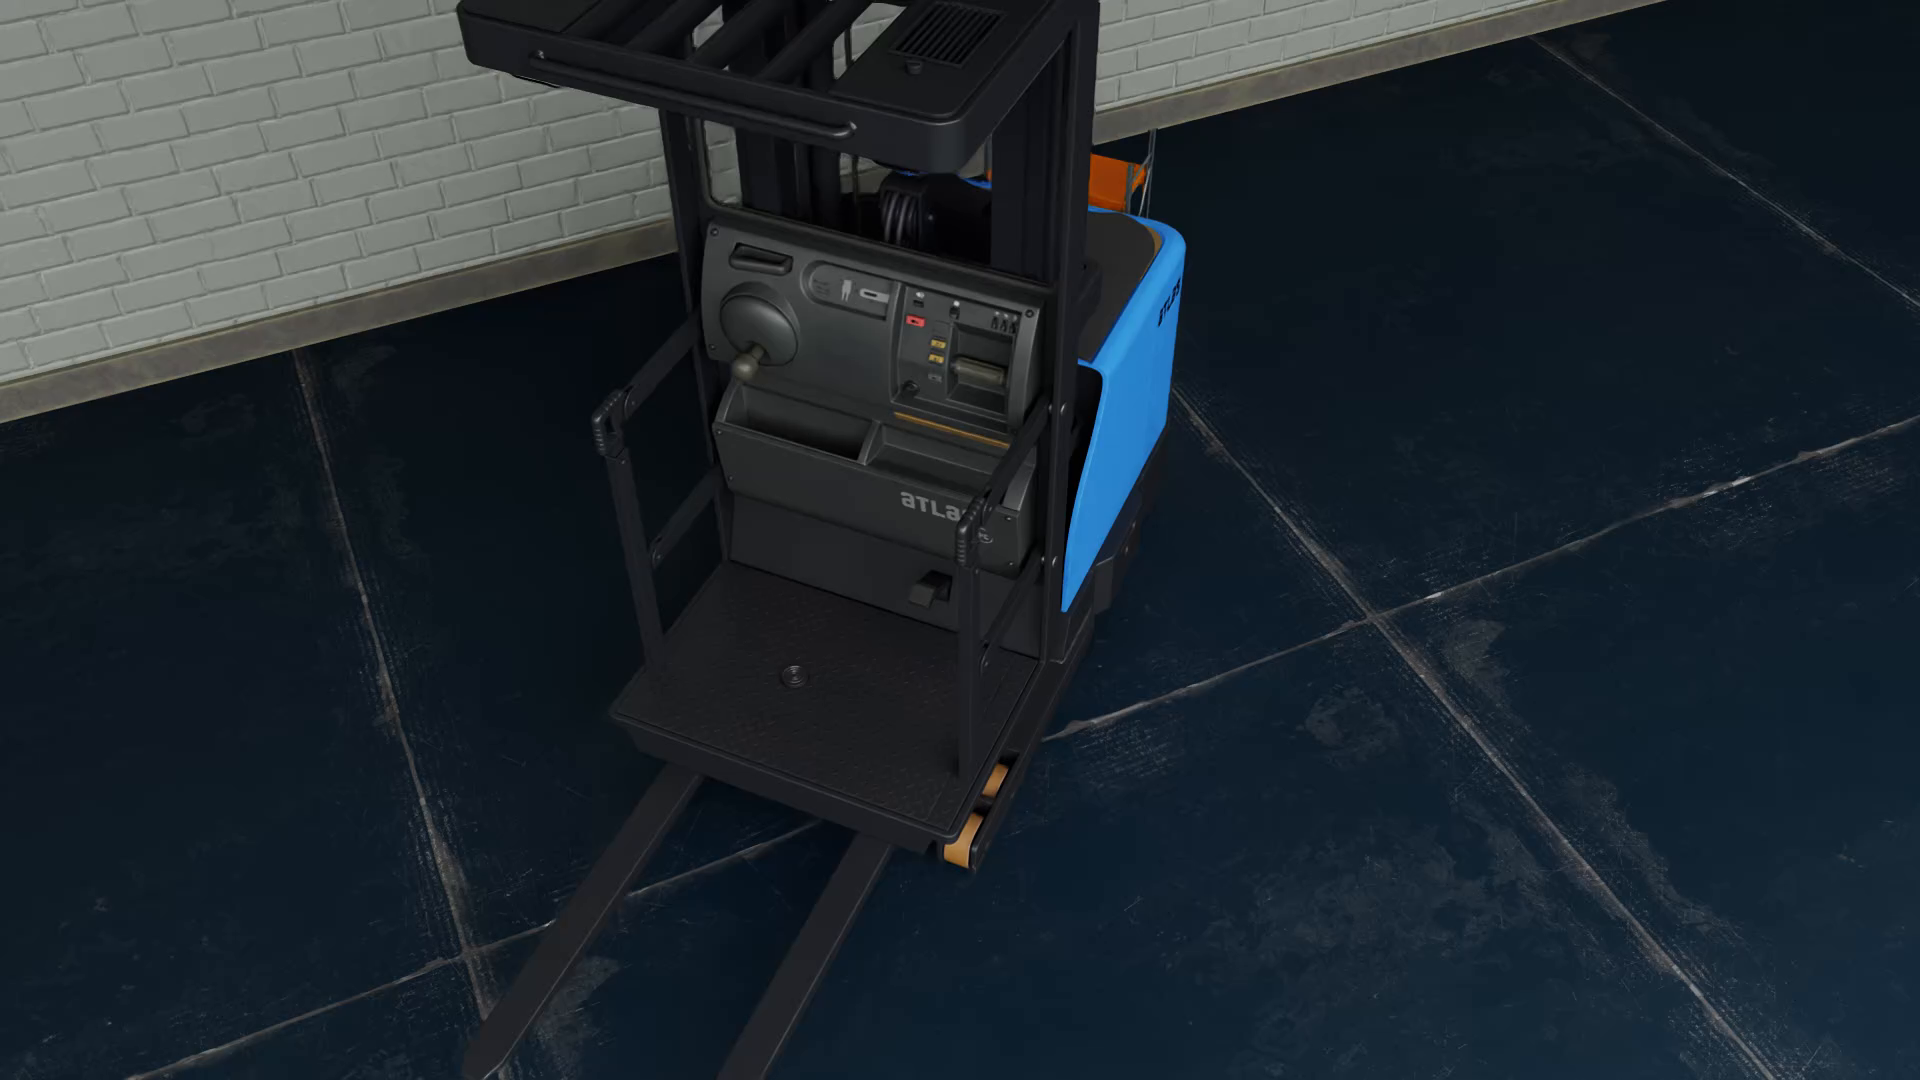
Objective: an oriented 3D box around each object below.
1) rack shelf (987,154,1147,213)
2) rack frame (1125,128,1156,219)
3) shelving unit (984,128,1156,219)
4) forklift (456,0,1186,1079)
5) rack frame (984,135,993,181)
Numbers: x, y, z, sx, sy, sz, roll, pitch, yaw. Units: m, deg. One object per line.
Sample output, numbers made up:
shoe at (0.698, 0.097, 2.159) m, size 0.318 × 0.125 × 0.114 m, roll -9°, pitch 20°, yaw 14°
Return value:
rack shelf at (0.358, -1.178, 5.530) m, size 0.480 × 0.148 × 0.258 m, roll 17°, pitch 47°, yaw 16°
rack frame at (0.582, -0.830, 5.737) m, size 0.015 × 1.200 × 0.240 m, roll 17°, pitch 47°, yaw 16°
shelving unit at (0.358, -0.898, 5.806) m, size 0.503 × 1.200 × 0.258 m, roll 17°, pitch 47°, yaw 16°
forklift at (-0.326, -0.449, 4.119) m, size 1.130 × 2.935 × 3.031 m, roll 17°, pitch 47°, yaw 16°
rack frame at (0.135, -0.966, 5.875) m, size 0.015 × 1.200 × 0.240 m, roll 17°, pitch 47°, yaw 16°
